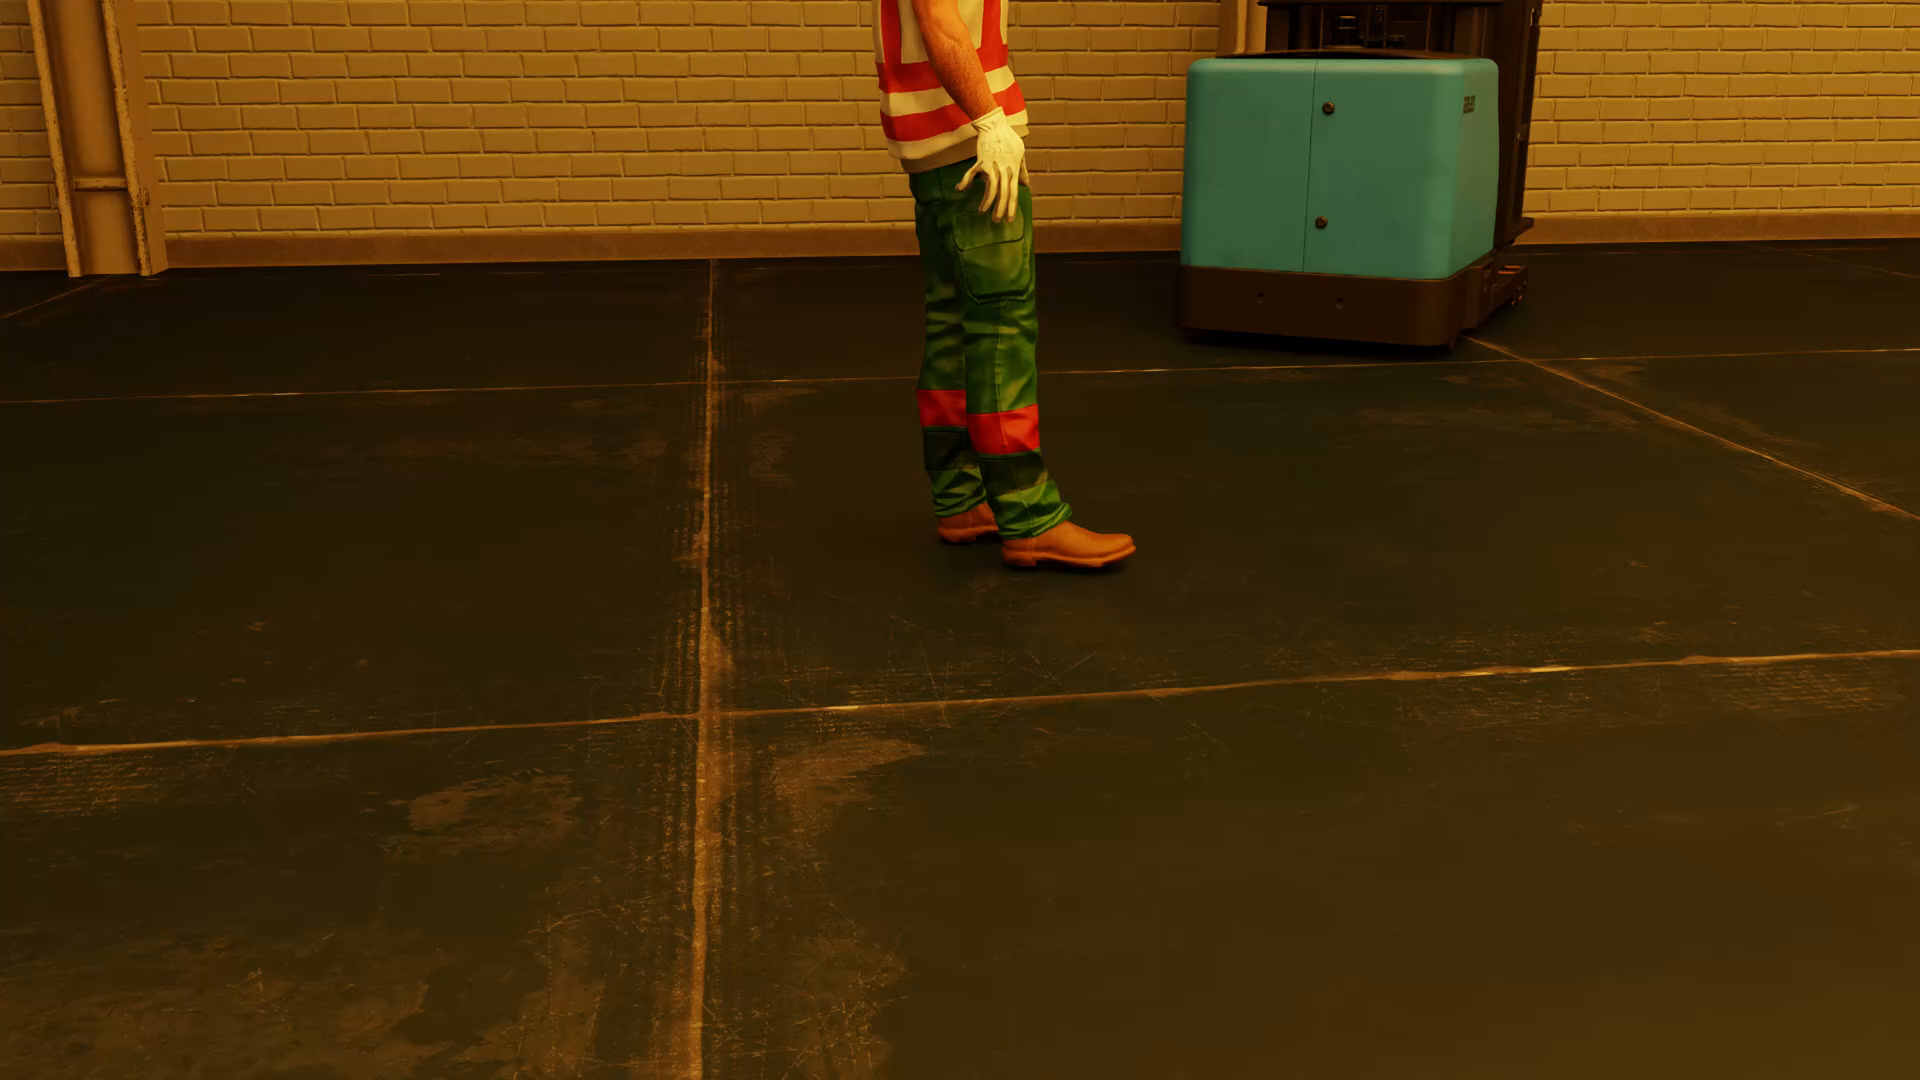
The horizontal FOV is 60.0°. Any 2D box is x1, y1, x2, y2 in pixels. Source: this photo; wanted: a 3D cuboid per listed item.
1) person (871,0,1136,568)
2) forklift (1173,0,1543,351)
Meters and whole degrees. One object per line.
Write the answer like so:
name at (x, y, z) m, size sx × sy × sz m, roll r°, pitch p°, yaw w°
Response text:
person at (0.082, -0.863, 3.707) m, size 0.562 × 1.789 × 0.638 m, roll -2°, pitch 17°, yaw -8°
forklift at (1.945, -2.489, 7.145) m, size 1.130 × 2.935 × 3.031 m, roll 8°, pitch 19°, yaw 25°
